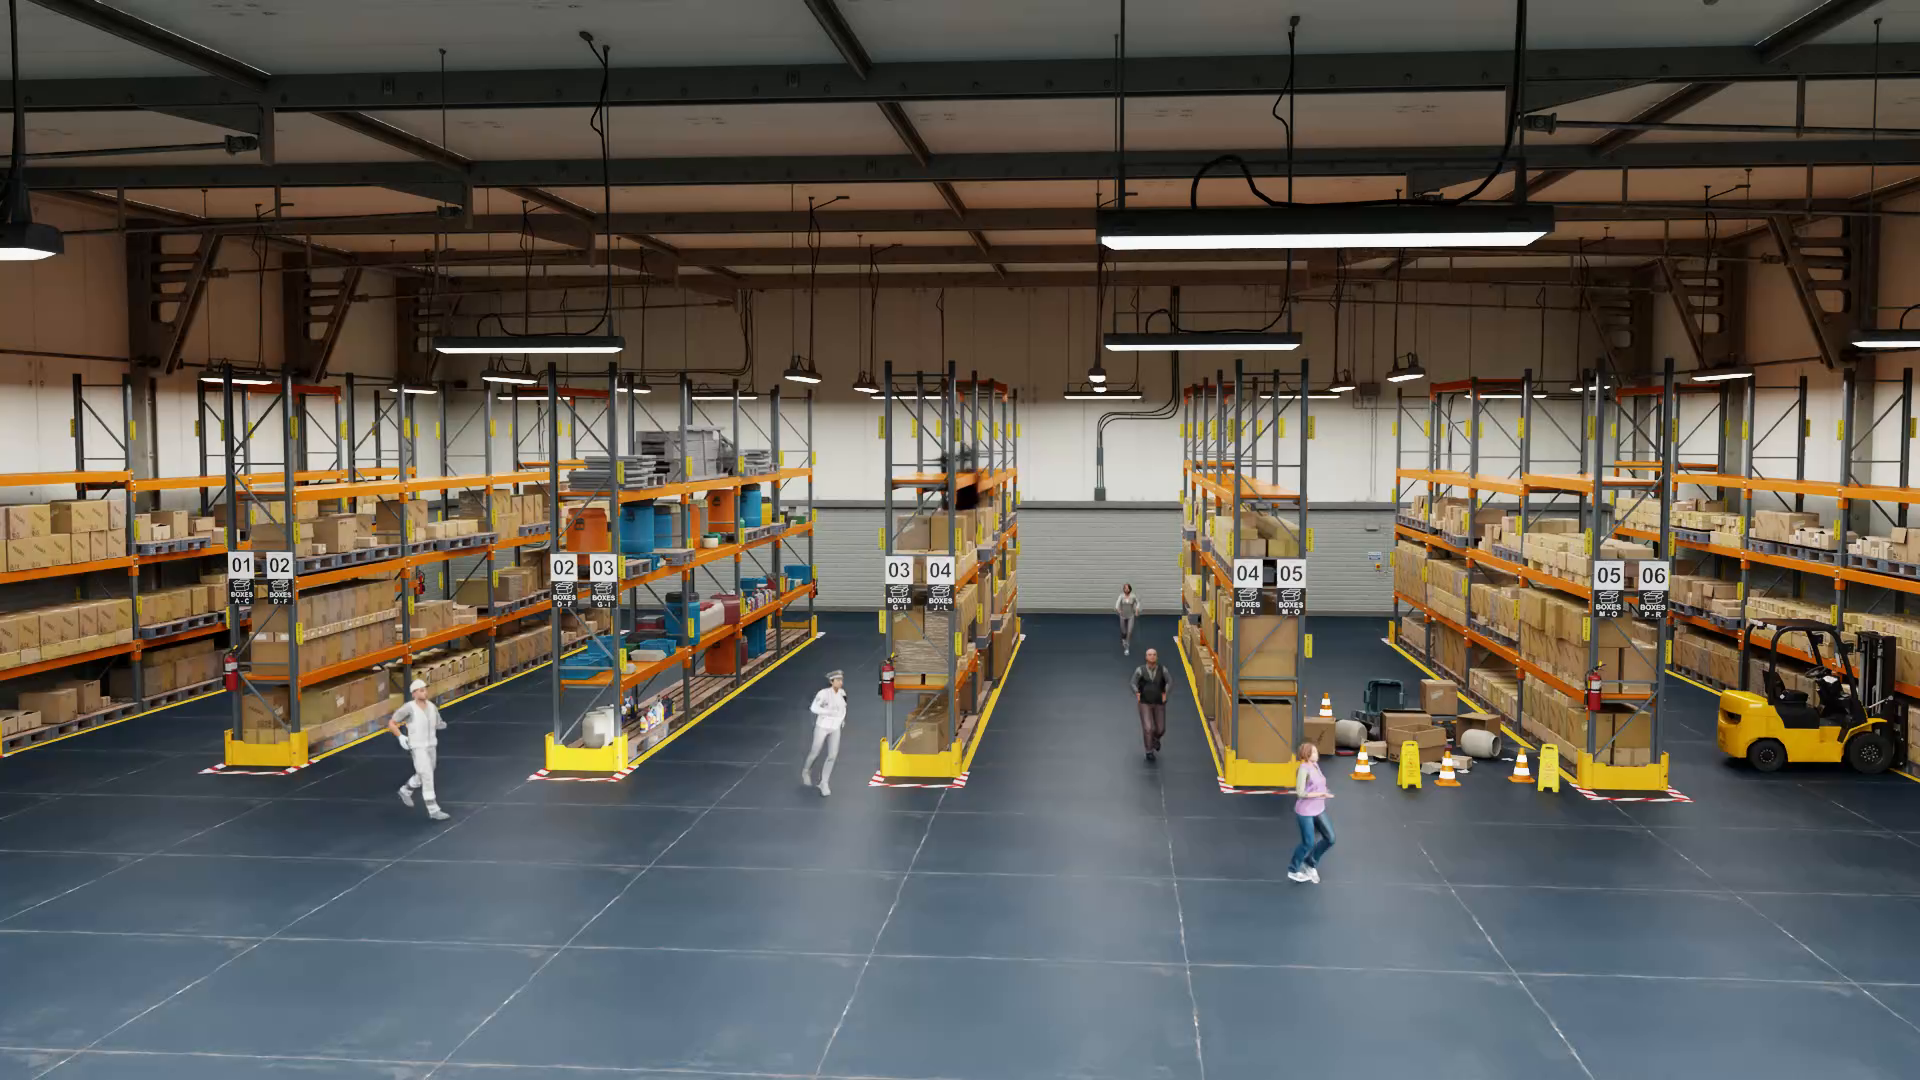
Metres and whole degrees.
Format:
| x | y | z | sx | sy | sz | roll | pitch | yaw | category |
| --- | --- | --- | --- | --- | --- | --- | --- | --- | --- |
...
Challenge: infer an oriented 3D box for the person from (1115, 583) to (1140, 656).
| x | y | z | sx | sy | sz | roll | pitch | yaw | category |
| --- | --- | --- | --- | --- | --- | --- | --- | --- | --- |
| 3.761 | 1.769 | 37.371 | 0.554 | 1.596 | 0.776 | 0 | 4 | 7 | person |

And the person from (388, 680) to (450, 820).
| x | y | z | sx | sy | sz | roll | pitch | yaw | category |
| --- | --- | --- | --- | --- | --- | --- | --- | --- | --- |
| -6.939 | 2.680 | 21.441 | 0.979 | 1.766 | 0.663 | 2 | 4 | 28 | person |

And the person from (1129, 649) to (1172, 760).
| x | y | z | sx | sy | sz | roll | pitch | yaw | category |
| --- | --- | --- | --- | --- | --- | --- | --- | --- | --- |
| 2.917 | 2.495 | 25.396 | 0.659 | 1.673 | 0.614 | 0 | 4 | 1 | person |

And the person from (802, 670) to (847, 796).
| x | y | z | sx | sy | sz | roll | pitch | yaw | category |
| --- | --- | --- | --- | --- | --- | --- | --- | --- | --- |
| -1.804 | 2.644 | 23.176 | 0.626 | 1.693 | 0.827 | -2 | 4 | -26 | person |

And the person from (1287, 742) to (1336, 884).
| x | y | z | sx | sy | sz | roll | pitch | yaw | category |
| --- | --- | --- | --- | --- | --- | --- | --- | --- | --- |
| 3.873 | 3.004 | 18.253 | 0.615 | 1.582 | 0.499 | 4 | 5 | 43 | person |
